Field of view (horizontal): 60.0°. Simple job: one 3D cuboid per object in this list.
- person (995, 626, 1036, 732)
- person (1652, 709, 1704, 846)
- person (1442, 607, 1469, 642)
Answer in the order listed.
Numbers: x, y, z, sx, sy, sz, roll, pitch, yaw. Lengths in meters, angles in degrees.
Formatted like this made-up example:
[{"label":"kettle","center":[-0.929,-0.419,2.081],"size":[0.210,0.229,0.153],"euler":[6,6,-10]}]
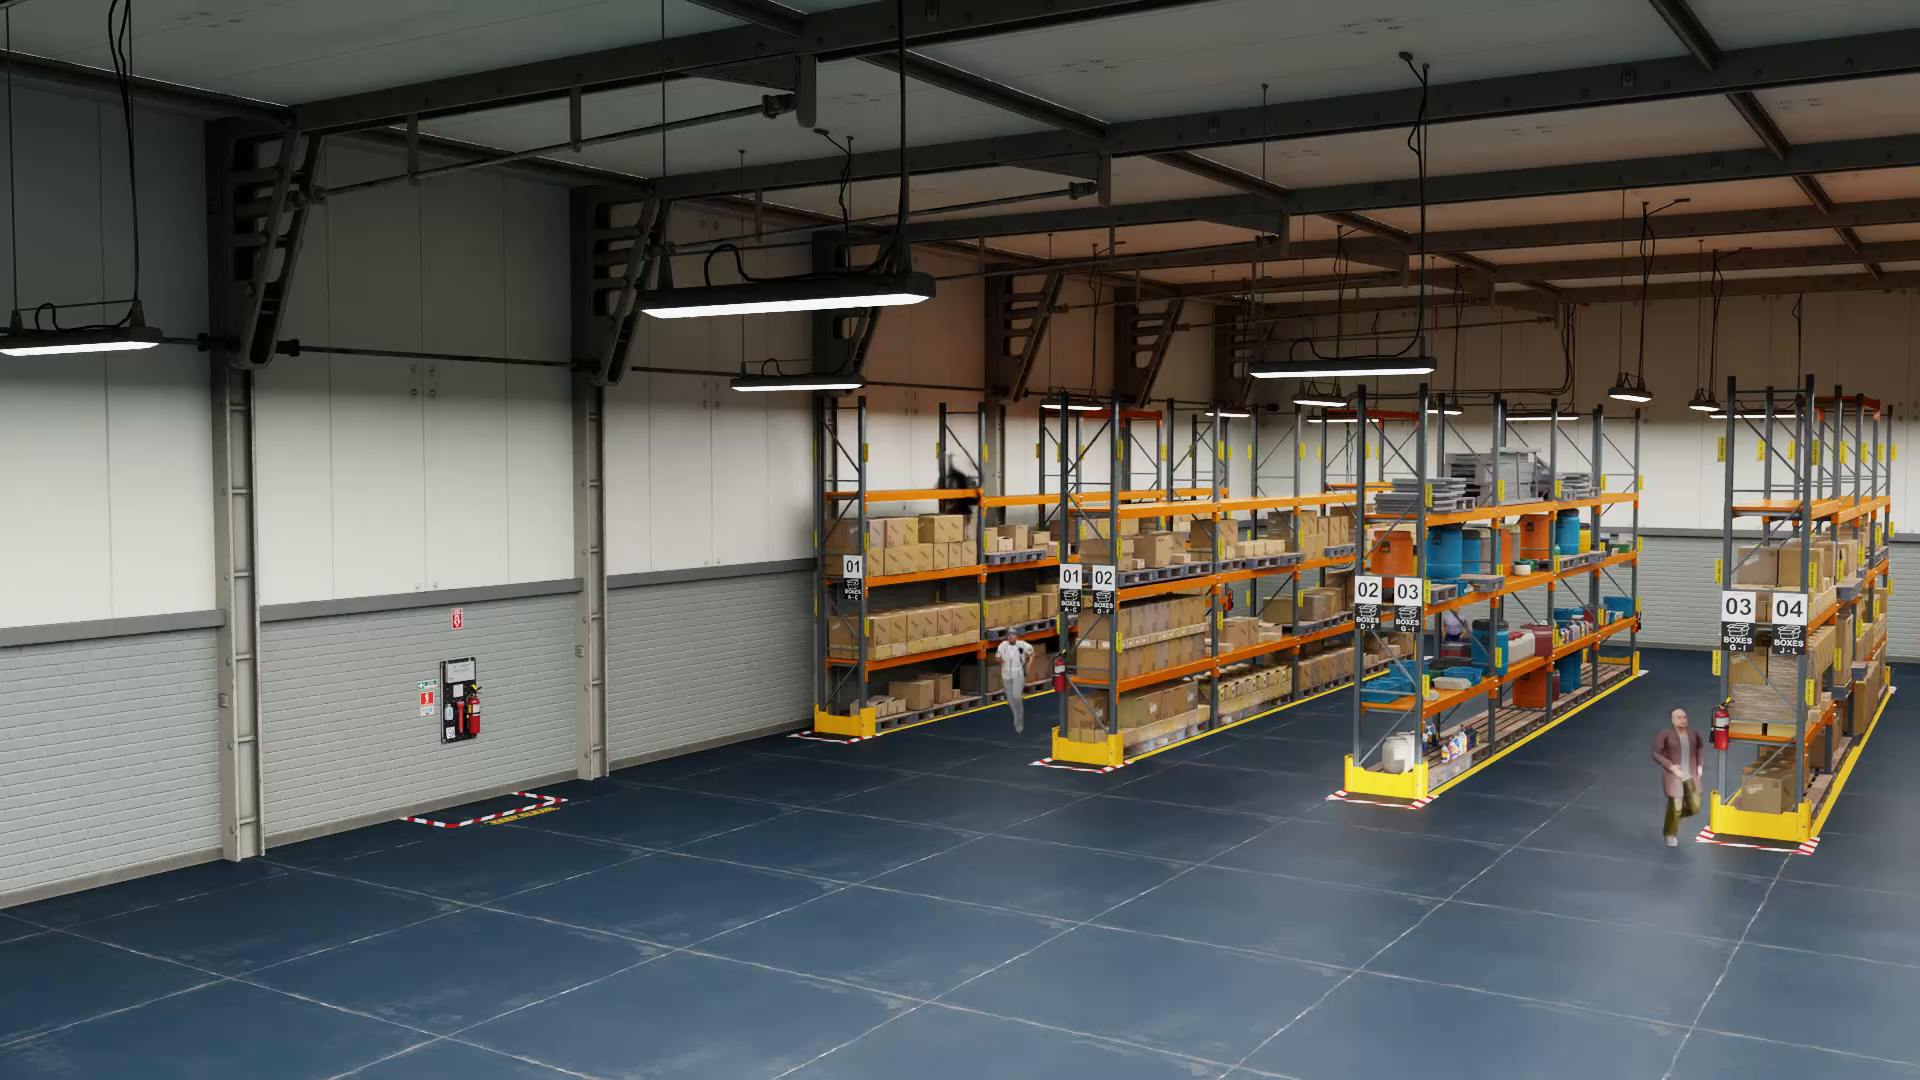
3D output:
[{"label":"person","center":[0.921,2.359,28.470],"size":[0.641,1.815,0.790],"euler":[1,3,21]},{"label":"person","center":[9.179,3.025,21.180],"size":[0.722,1.745,0.691],"euler":[0,3,-2]},{"label":"person","center":[11.202,2.244,37.647],"size":[0.598,1.605,0.588],"euler":[1,3,21]}]
